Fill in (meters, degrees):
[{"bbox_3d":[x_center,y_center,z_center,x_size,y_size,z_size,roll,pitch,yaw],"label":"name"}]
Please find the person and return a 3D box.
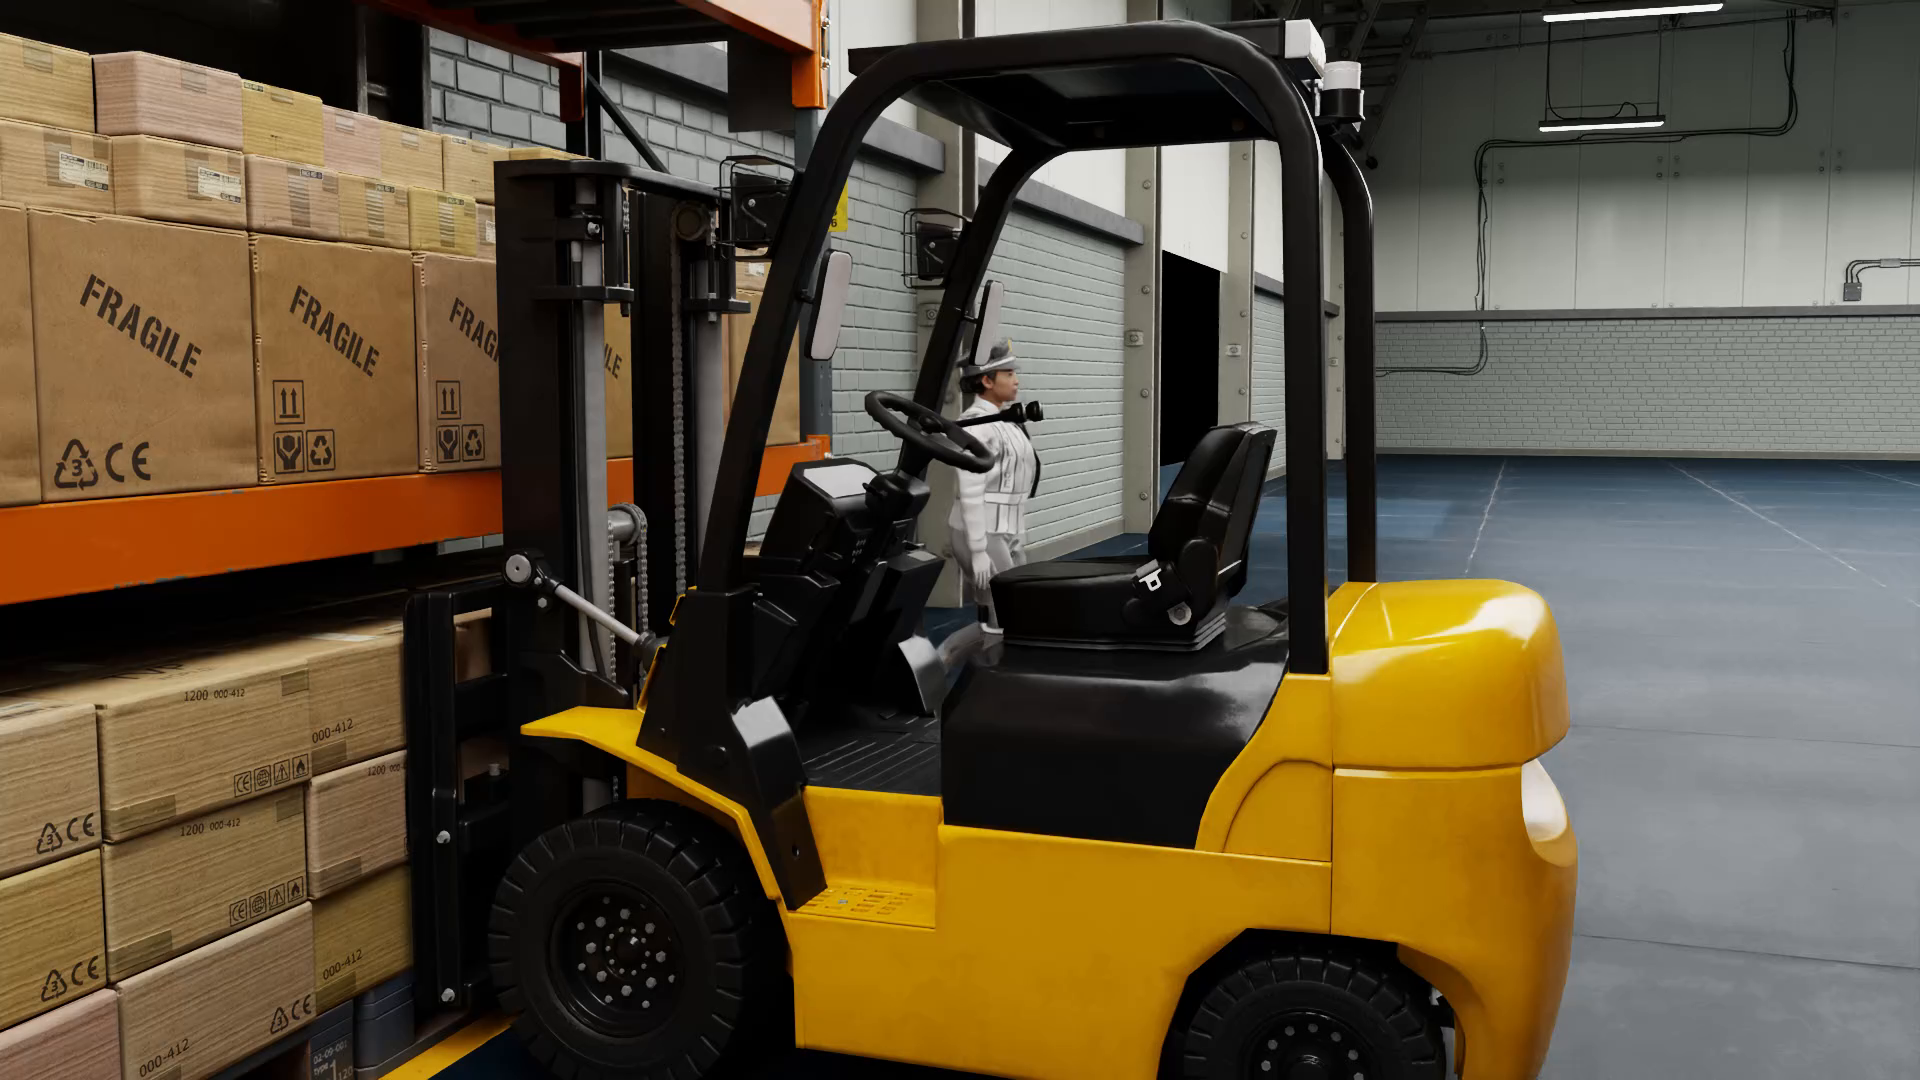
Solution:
[{"bbox_3d":[0.067,-0.004,6.931,0.640,1.669,0.493,2,6,20],"label":"person"}]
